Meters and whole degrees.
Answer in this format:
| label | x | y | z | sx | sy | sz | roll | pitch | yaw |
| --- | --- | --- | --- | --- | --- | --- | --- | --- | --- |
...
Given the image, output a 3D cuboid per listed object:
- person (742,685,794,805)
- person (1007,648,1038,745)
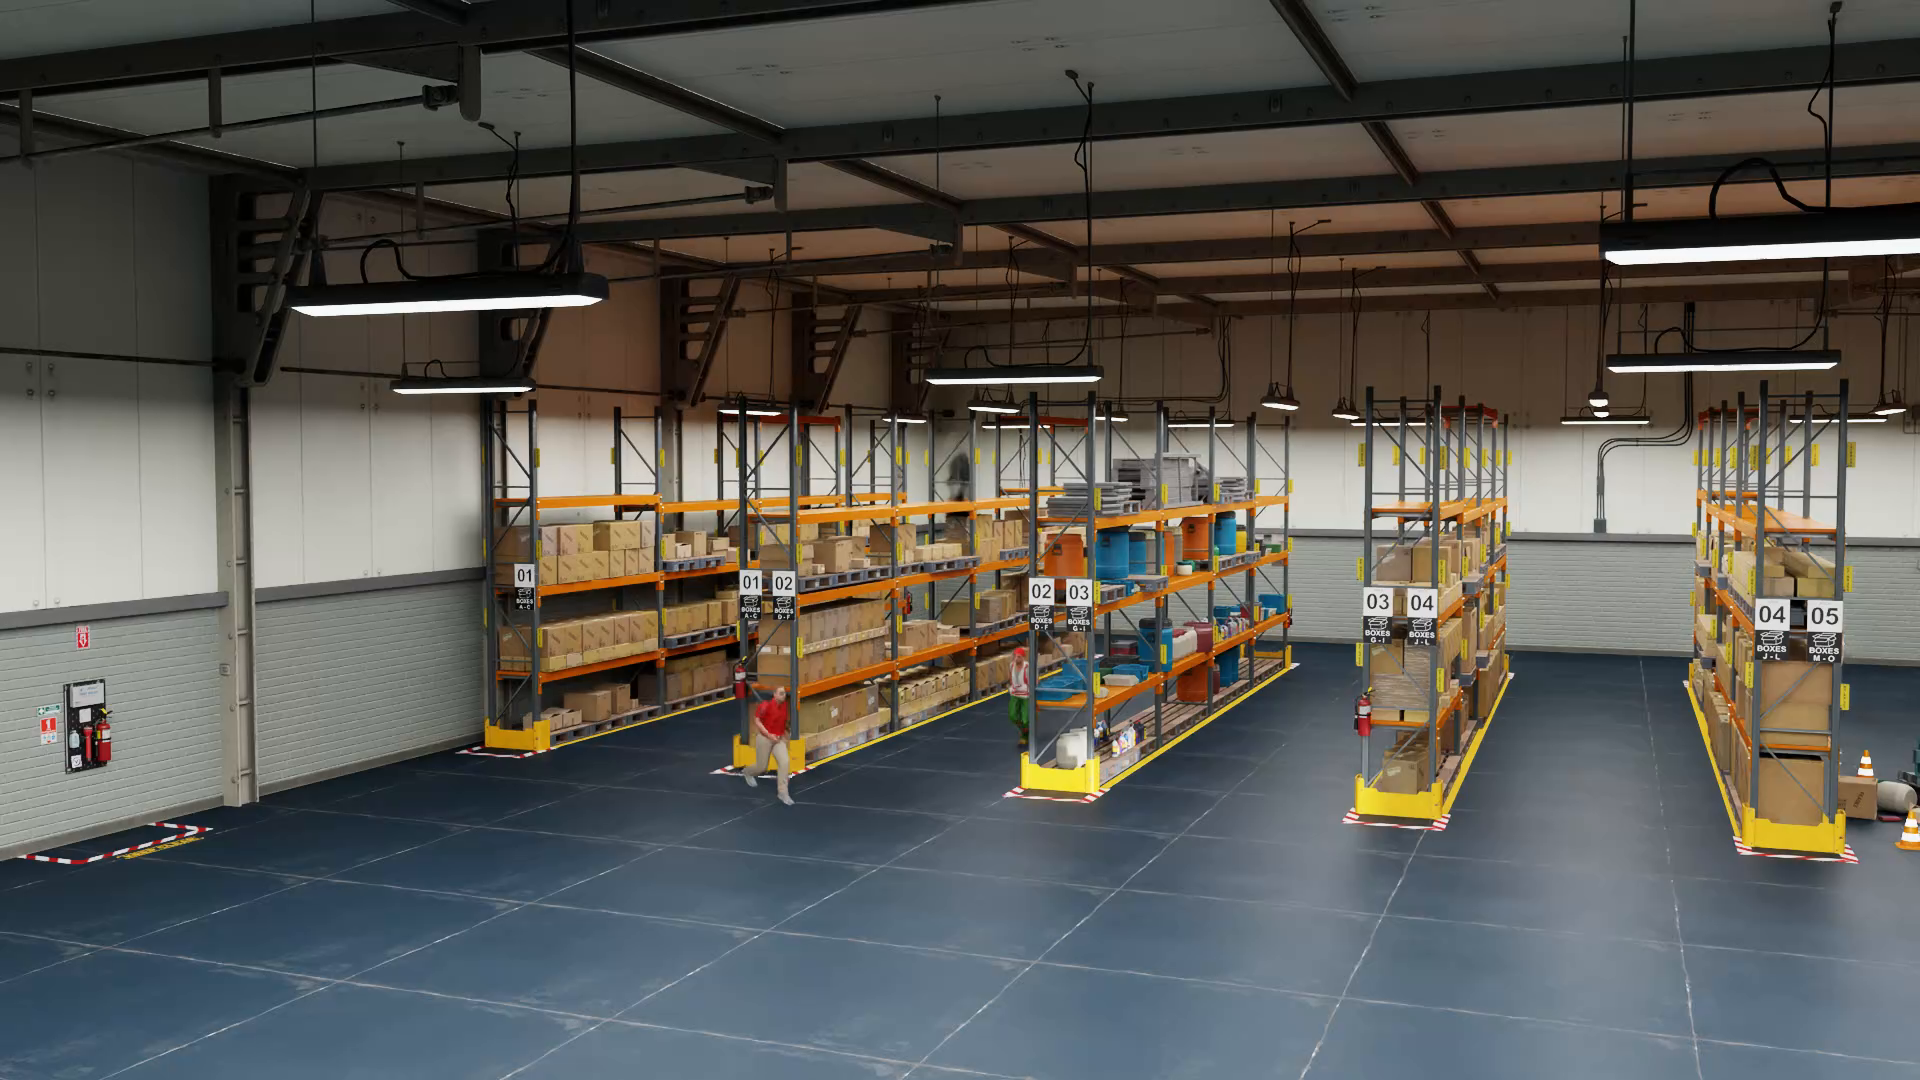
| label | x | y | z | sx | sy | sz | roll | pitch | yaw |
| --- | --- | --- | --- | --- | --- | --- | --- | --- | --- |
| person | -2.794 | 2.970 | 24.344 | 0.662 | 1.733 | 1.076 | -3 | 4 | -45 |
| person | 1.057 | 2.710 | 28.756 | 0.626 | 1.716 | 0.674 | 1 | 3 | 24 |
